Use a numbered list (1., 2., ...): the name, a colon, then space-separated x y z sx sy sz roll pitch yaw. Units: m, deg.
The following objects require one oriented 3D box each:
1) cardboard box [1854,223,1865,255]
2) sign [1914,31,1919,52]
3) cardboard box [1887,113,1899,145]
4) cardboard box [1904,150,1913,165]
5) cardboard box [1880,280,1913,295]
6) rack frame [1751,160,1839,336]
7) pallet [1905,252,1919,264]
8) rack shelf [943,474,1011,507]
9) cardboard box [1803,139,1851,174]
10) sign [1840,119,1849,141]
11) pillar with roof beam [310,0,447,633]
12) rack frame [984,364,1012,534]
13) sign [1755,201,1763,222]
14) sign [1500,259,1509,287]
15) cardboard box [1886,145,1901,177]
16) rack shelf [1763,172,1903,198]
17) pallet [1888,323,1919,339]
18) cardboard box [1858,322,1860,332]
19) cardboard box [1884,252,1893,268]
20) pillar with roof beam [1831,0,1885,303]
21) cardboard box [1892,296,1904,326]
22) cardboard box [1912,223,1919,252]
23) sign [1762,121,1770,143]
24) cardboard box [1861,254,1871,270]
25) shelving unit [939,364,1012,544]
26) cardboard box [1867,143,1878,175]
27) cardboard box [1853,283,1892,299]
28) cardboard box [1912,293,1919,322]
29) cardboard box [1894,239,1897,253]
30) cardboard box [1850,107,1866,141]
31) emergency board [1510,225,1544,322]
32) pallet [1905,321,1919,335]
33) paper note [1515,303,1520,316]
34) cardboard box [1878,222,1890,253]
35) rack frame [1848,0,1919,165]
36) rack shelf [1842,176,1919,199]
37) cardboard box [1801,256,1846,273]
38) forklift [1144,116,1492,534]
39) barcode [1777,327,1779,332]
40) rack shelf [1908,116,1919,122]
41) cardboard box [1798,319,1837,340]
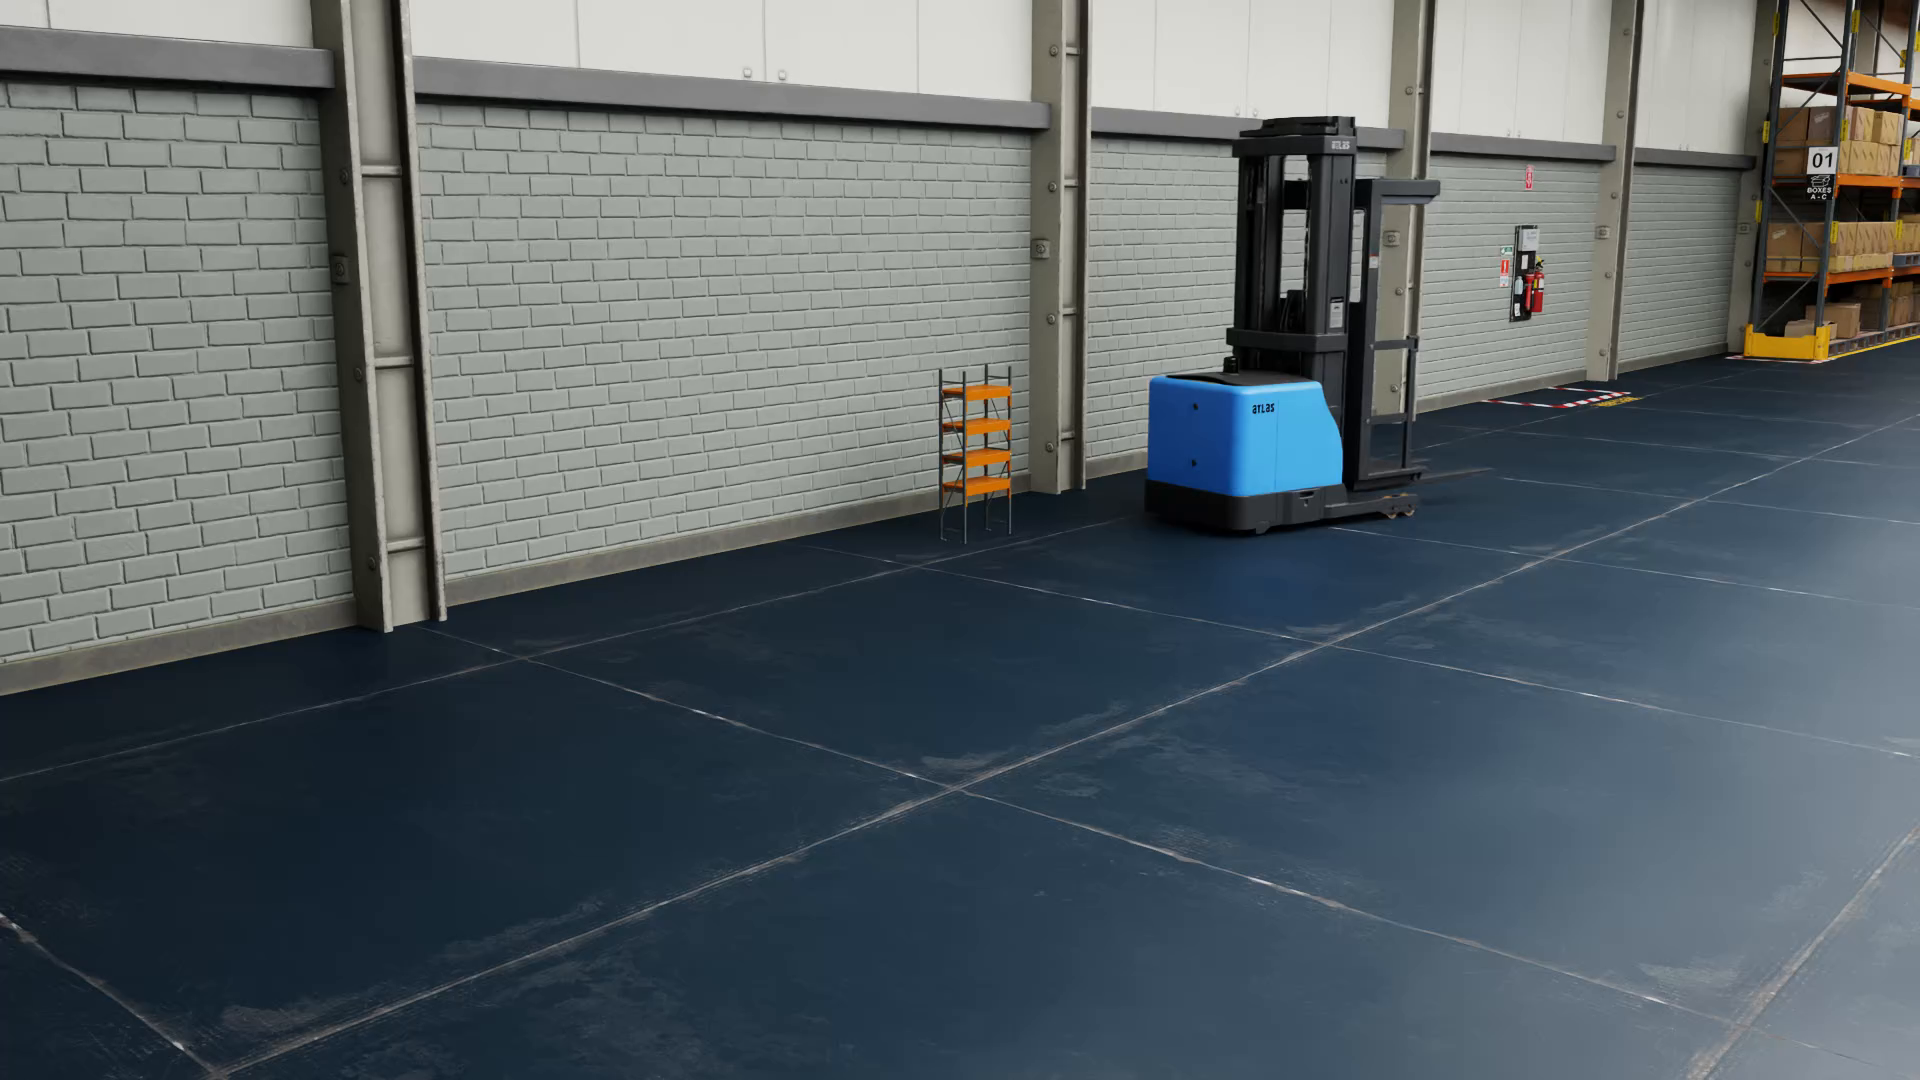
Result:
1. cardboard box: 14.095 -4.808 26.540 0.500 0.500 0.500 9 14 39
2. sign: 15.911 -8.280 27.605 0.100 0.325 0.005 10 15 40
3. cardboard box: 15.032 -6.743 27.295 0.500 0.500 0.500 11 16 43
4. cardboard box: 16.343 -6.708 29.135 0.500 0.311 0.500 10 15 42
5. cardboard box: 17.296 -4.672 30.788 0.500 0.250 0.500 10 15 41
6. rack frame: 12.875 -4.326 25.710 1.000 3.000 0.127 10 15 40
7. pallet: 16.880 -5.112 30.137 1.003 0.211 1.213 10 15 40
8. rack shelf: 0.109 -0.352 11.768 0.258 0.148 0.480 10 15 40
9. cardboard box: 13.283 -5.872 25.489 0.500 0.500 0.500 10 15 42
10. sign: 13.282 -6.155 24.979 0.100 0.325 0.005 10 15 40
11. pillar with roof beam: 0.078 -3.395 5.732 9.100 9.000 0.400 10 15 40
12. rack frame: 0.270 -0.649 11.895 0.240 1.200 0.015 10 15 40
13. sign: 12.471 -5.123 25.939 0.100 0.325 0.005 10 15 40
14. sign: 6.624 -3.248 20.226 0.001 0.329 0.234 10 15 40
15. cardboard box: 15.366 -6.337 27.817 0.500 0.500 0.500 10 15 42
16. rack shelf: 14.195 -5.738 26.960 1.077 0.370 4.000 10 15 40
17. pallet: 16.833 -3.842 30.407 1.003 0.211 1.213 10 15 40
18. cardboard box: 15.185 -3.658 28.477 0.380 0.166 0.250 7 14 33
19. cardboard box: 15.430 -4.741 28.124 0.500 0.250 0.500 10 15 40
20. pillar with roof beam: 19.882 -7.808 27.831 9.100 9.000 0.548 10 15 40
21. cardboard box: 16.659 -4.167 30.174 0.700 0.500 0.500 10 15 41
22. cardboard box: 17.047 -5.511 30.265 0.700 0.500 0.500 10 15 40
23. sign: 12.471 -6.305 25.703 0.100 0.325 0.005 10 15 40
24. cardboard box: 14.444 -4.519 27.010 0.500 0.250 0.500 10 15 41
25. shelving unit: 0.109 -0.613 11.716 0.258 1.200 0.503 10 15 40
26. cardboard box: 14.342 -6.105 26.655 0.500 0.500 0.500 11 16 44
27. cardboard box: 16.277 -4.447 29.664 0.500 0.250 0.500 9 15 39
28. cardboard box: 17.720 -4.380 31.240 0.700 0.500 0.500 10 15 41
29. cardboard box: 15.877 -5.249 28.956 0.700 0.500 0.500 10 15 41
30. cardboard box: 13.681 -6.438 25.770 0.500 0.500 0.500 10 15 40
31. emergency board: 7.067 -3.299 20.570 0.194 1.169 0.643 10 15 40
32. pallet: 17.639 -4.020 31.301 1.003 0.211 1.213 10 15 40
33. paper note: 6.898 -2.850 20.571 0.016 0.148 0.142 10 15 40
34. cardboard box: 15.110 -5.034 27.676 0.500 0.500 0.500 10 15 40
35. rack frame: 15.515 -7.856 28.069 1.000 3.000 0.127 10 15 40
36. rack shelf: 16.835 -6.327 29.906 1.077 0.370 4.000 10 15 40
37. cardboard box: 13.435 -4.293 25.876 0.500 0.250 0.500 9 15 39
38. forklift: 2.881 -1.681 12.643 3.031 2.935 1.130 -8 14 -34
39. barcode: 13.111 -3.372 26.653 0.001 0.075 0.075 10 15 40
40. rack shelf: 19.476 -8.190 32.598 1.077 0.370 4.000 10 15 40
41. cardboard box: 13.775 -3.397 26.801 0.500 0.311 0.500 -11 15 -43
